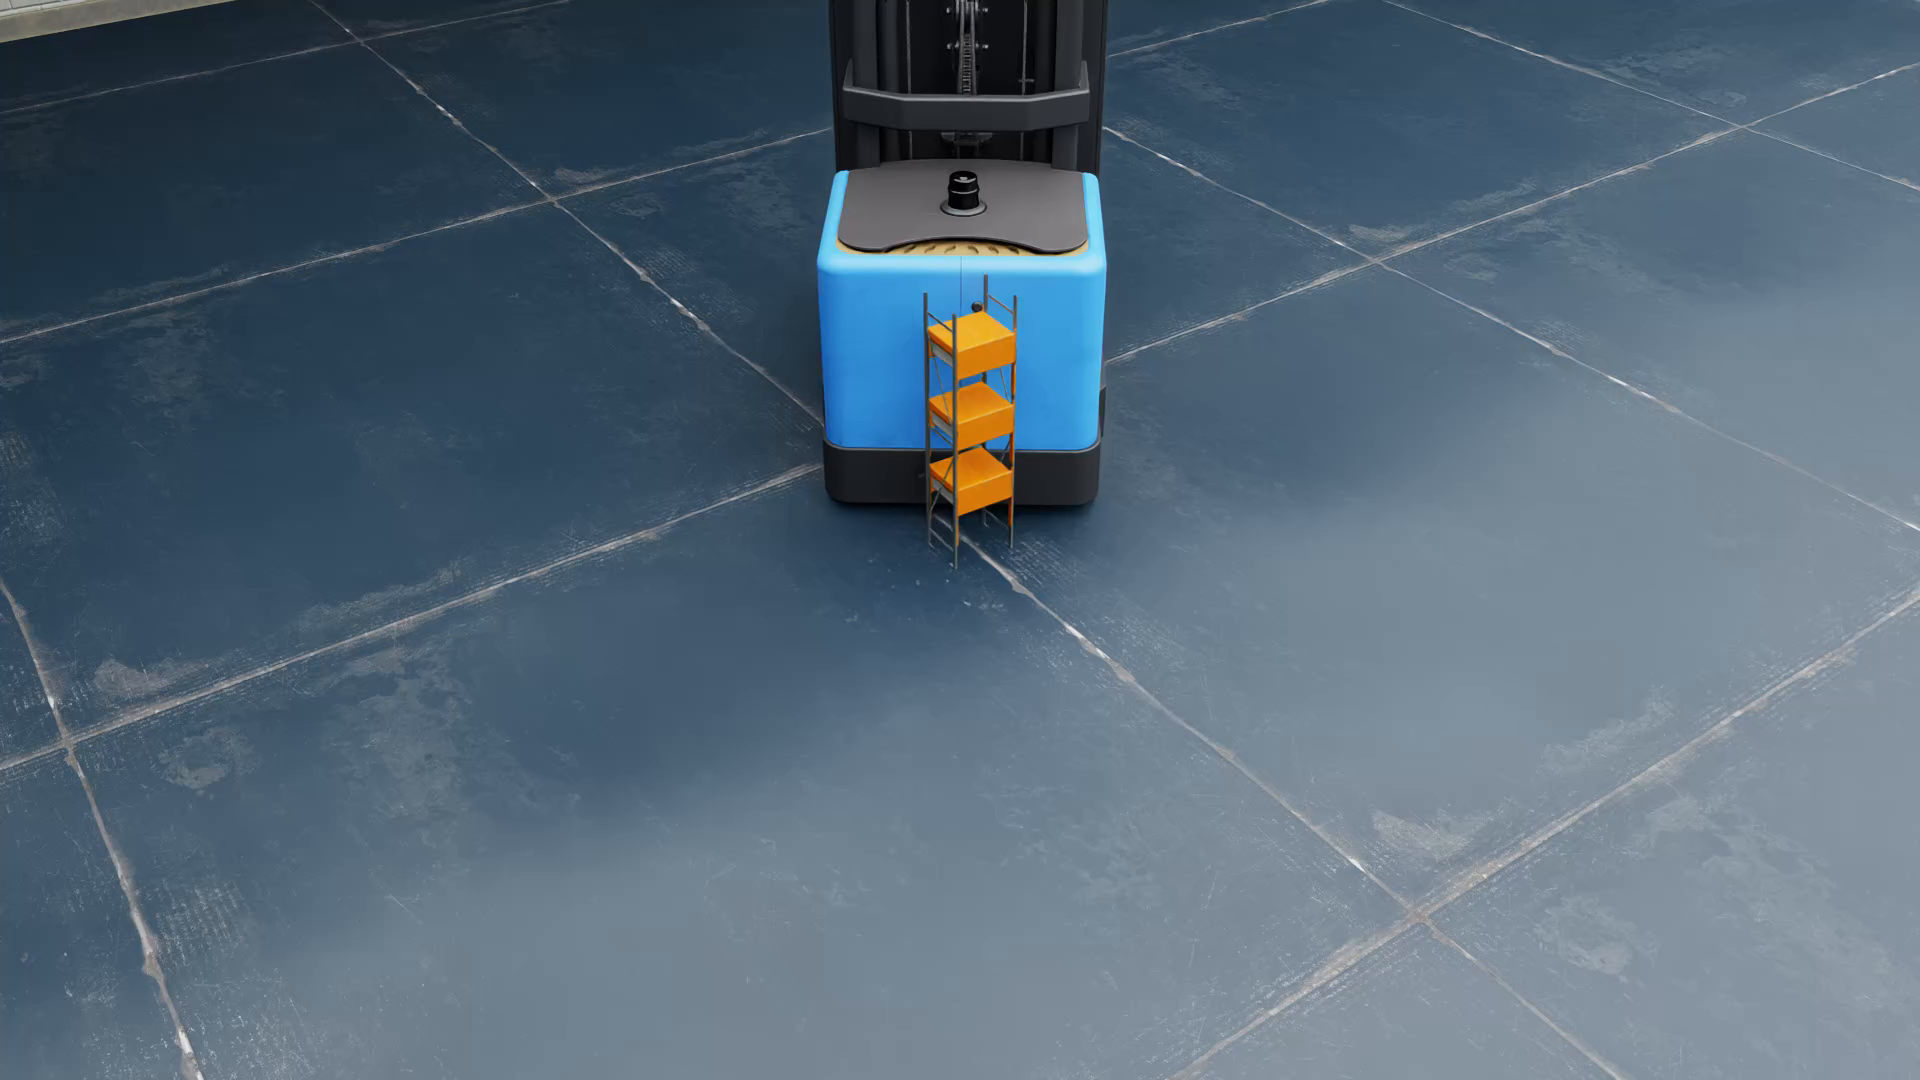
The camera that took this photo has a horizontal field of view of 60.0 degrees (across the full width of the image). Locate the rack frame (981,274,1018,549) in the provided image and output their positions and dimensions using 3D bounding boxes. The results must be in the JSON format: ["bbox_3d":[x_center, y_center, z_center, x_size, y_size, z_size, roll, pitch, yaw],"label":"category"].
[{"bbox_3d":[0.138,-0.442,5.965,0.008,1.050,0.200,-20,40,-26],"label":"rack frame"}]

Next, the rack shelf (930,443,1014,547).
[{"bbox_3d":[0.036,-0.169,6.080,0.240,0.259,0.215,-20,40,-26],"label":"rack shelf"}]

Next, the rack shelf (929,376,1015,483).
[{"bbox_3d":[0.036,-0.395,5.918,0.240,0.259,0.215,-20,40,-26],"label":"rack shelf"}]

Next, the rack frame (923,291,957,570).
[{"bbox_3d":[-0.067,-0.365,5.858,0.008,1.050,0.200,-20,40,-26],"label":"rack frame"}]

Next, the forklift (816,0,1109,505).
[{"bbox_3d":[0.038,-2.151,6.731,1.130,2.935,3.031,1,36,1],"label":"forklift"}]

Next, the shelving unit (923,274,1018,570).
[{"bbox_3d":[0.036,-0.403,5.912,0.252,1.050,0.215,-20,40,-26],"label":"shelving unit"}]

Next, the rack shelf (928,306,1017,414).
[{"bbox_3d":[0.036,-0.625,5.752,0.240,0.259,0.215,-20,40,-26],"label":"rack shelf"}]
